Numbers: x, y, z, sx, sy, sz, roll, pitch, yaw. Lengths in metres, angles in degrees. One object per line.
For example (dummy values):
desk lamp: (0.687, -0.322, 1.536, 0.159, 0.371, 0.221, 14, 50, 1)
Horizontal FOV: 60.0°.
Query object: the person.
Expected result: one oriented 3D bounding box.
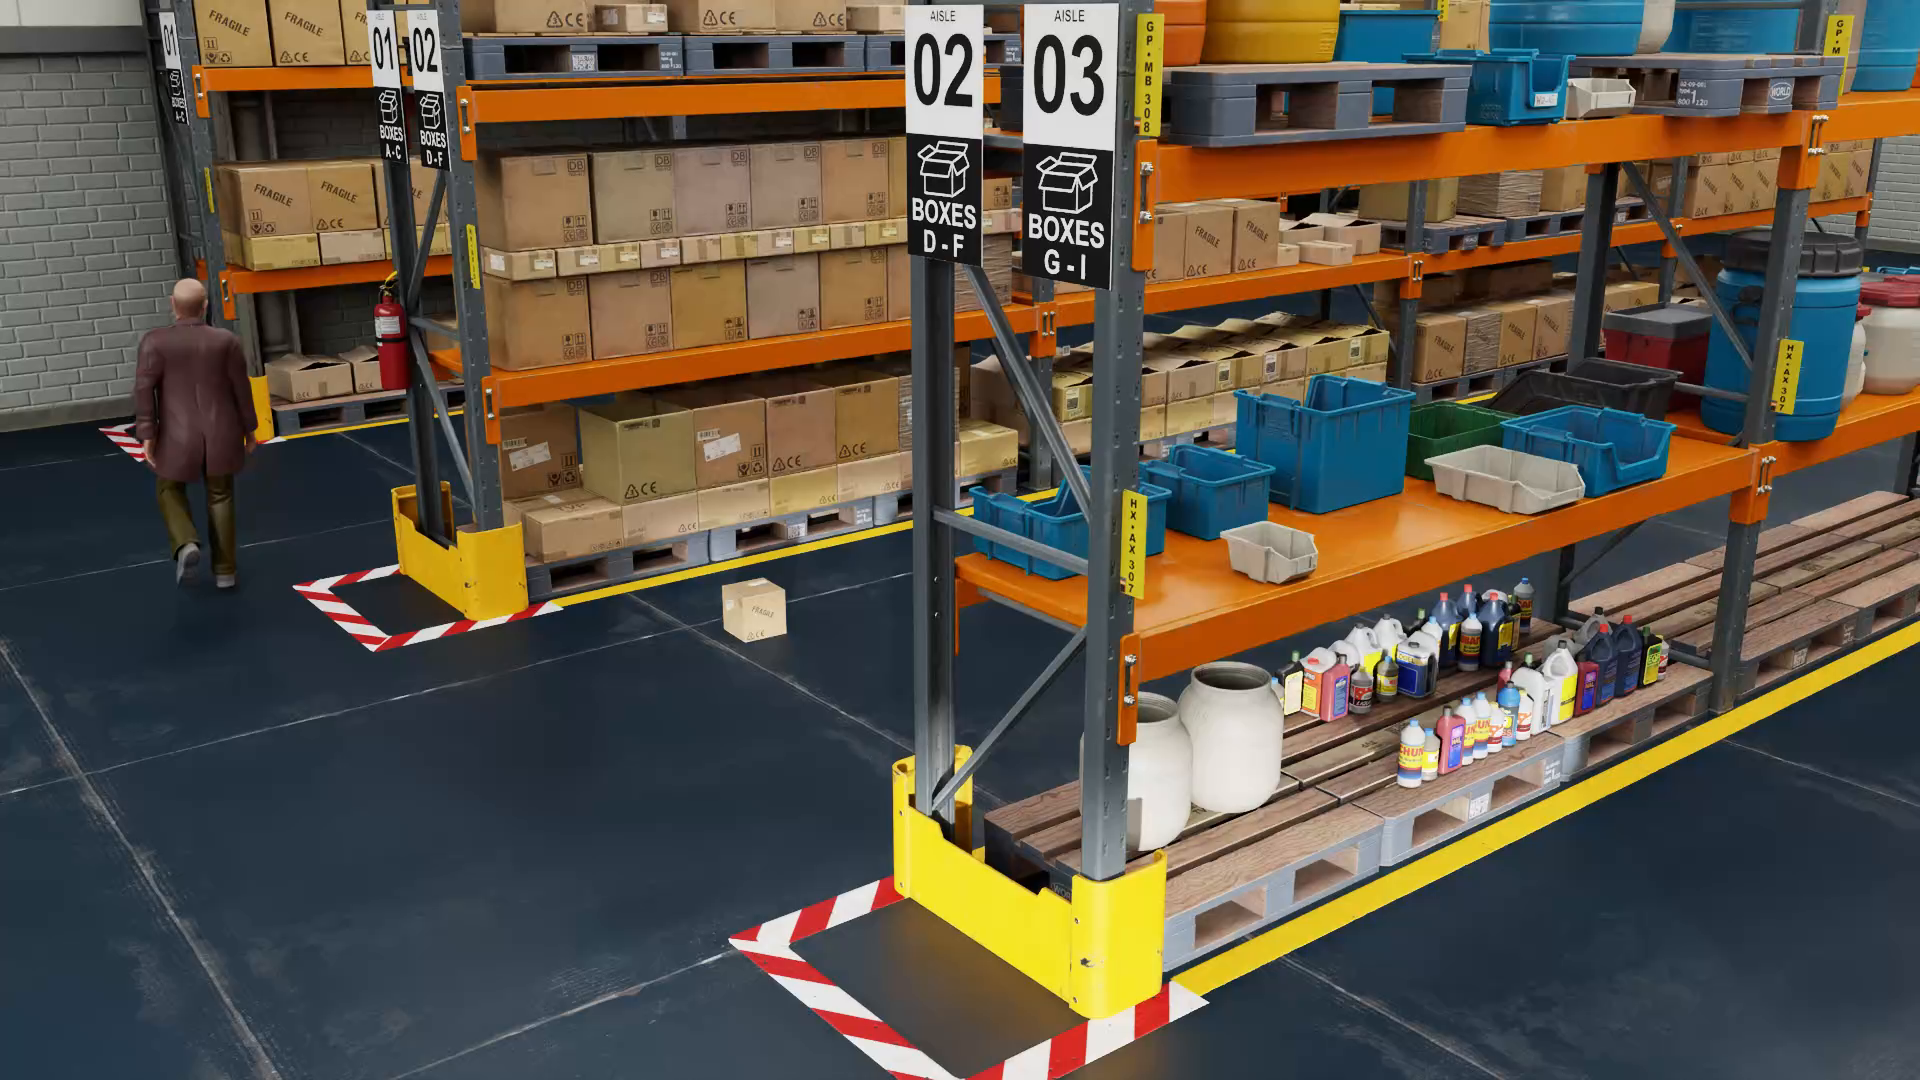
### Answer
person: (-4.295, -0.592, 9.393, 0.646, 1.760, 0.559, -10, 20, -28)
